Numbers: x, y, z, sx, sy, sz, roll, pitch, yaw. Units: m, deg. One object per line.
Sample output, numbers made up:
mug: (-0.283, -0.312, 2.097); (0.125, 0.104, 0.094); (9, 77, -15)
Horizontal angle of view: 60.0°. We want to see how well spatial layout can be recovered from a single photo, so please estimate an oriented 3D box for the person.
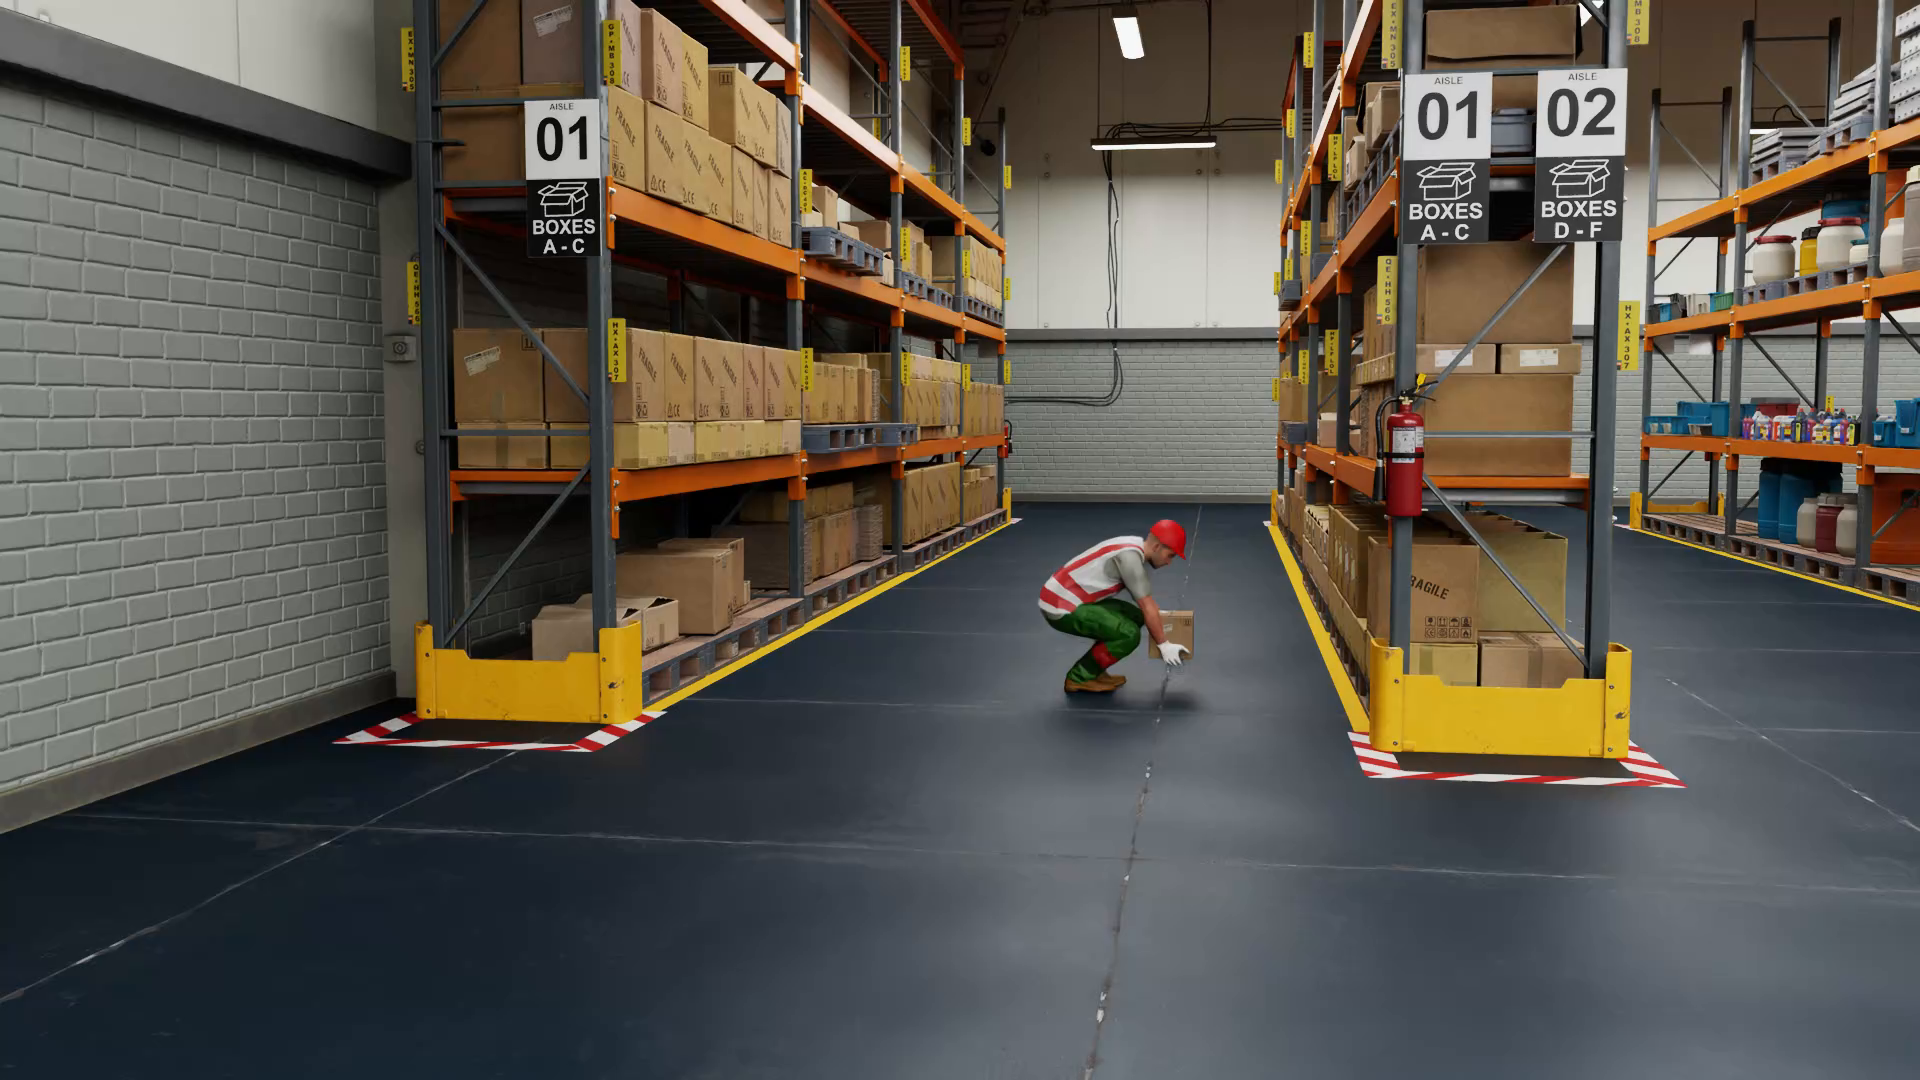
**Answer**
person: (0.904, 0.379, 9.717); (0.895, 0.997, 0.542); (1, 4, 7)
